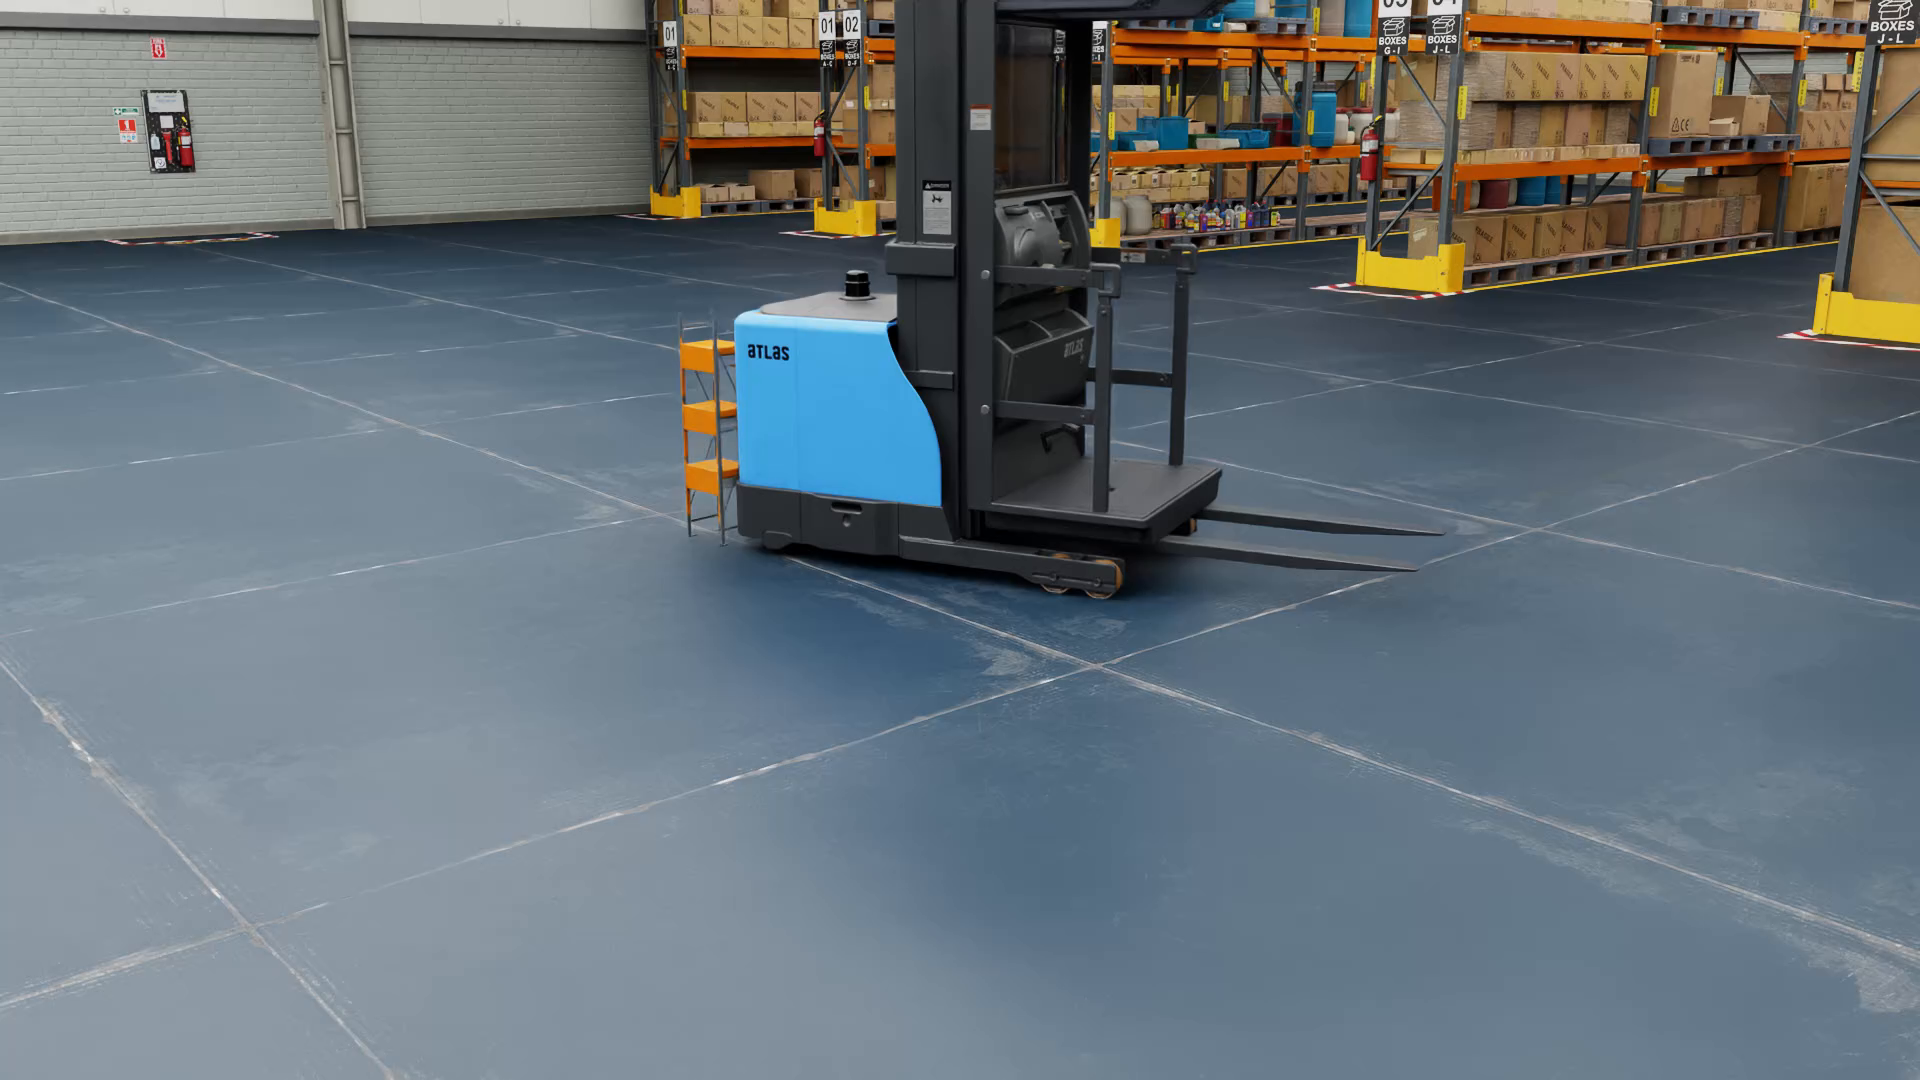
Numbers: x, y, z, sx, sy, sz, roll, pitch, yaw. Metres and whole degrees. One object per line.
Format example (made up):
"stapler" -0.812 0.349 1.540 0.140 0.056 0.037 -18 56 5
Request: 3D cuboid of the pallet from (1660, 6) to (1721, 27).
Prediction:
"pallet" 8.334 -6.284 20.015 1.003 0.211 1.213 -13 19 -39

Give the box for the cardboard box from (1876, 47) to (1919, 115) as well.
"cardboard box" 8.266 -3.831 13.897 0.550 0.550 0.875 -13 19 -39

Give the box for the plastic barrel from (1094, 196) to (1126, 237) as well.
"plastic barrel" 1.976 -4.256 21.877 0.421 0.512 0.421 0 15 0

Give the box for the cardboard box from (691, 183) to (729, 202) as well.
"cardboard box" -4.393 -6.070 29.021 0.500 0.311 0.500 13 20 41

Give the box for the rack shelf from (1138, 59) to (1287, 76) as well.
"rack shelf" 5.588 -10.530 36.942 4.000 0.370 1.077 -13 19 -39

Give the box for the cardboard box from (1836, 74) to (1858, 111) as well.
"cardboard box" 12.373 -6.398 23.752 0.637 0.503 0.797 -12 19 -38

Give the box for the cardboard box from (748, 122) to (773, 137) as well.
"cardboard box" -3.627 -7.191 29.111 0.500 0.250 0.500 -13 20 -40

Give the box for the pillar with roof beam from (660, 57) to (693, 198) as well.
"pillar with roof beam" -2.188 -9.404 25.520 0.400 9.000 9.100 -13 19 -39

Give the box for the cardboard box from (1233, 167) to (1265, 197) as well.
"cardboard box" 5.238 -6.565 30.506 0.500 0.500 0.500 -14 20 -41

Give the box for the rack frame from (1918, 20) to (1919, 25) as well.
"rack frame" 13.833 -9.095 24.364 0.127 3.000 1.000 -13 19 -39

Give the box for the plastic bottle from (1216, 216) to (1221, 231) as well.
"plastic bottle" 3.511 -4.327 22.708 0.097 0.201 0.097 0 15 0

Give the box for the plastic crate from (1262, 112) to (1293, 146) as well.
"plastic crate" 4.711 -5.979 24.196 0.583 0.464 0.402 -13 19 -39

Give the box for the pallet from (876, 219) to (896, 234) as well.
"pallet" -1.170 -4.884 25.625 1.213 0.211 1.003 -13 19 -39

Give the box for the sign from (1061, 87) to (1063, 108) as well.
"sign" 1.664 -7.120 26.761 0.005 0.325 0.100 -13 19 -39

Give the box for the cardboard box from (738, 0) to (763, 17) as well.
"cardboard box" -3.733 -9.229 28.508 0.500 0.500 0.500 -12 19 -38

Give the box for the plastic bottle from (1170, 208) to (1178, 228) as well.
"plastic bottle" 2.940 -4.482 23.144 0.135 0.276 0.152 -13 20 -41

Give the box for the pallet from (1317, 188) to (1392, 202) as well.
"pallet" 7.852 -6.895 33.155 1.213 0.211 1.003 -13 19 -39

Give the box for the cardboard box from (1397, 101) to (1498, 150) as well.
"cardboard box" 5.214 -4.444 17.805 0.500 0.500 0.875 -13 19 -39

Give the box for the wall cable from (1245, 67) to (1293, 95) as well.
"wall cable" 7.441 -10.660 39.875 1.851 1.984 0.084 -13 19 -39

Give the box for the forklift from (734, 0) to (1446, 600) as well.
"forklift" 0.544 -1.326 7.036 3.031 2.935 1.130 7 16 24

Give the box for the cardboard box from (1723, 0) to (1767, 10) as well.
"cardboard box" 9.857 -6.959 21.016 0.500 0.500 0.500 -12 19 -38

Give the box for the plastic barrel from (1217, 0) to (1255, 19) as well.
"plastic barrel" 3.726 -7.553 22.615 0.708 0.901 0.600 -13 19 -39

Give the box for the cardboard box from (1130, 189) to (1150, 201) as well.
"cardboard box" 2.925 -5.926 28.638 0.500 0.250 0.500 -12 19 -38

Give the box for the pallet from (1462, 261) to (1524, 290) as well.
"pallet" 5.474 -2.961 18.425 1.213 0.211 1.003 -13 19 -39

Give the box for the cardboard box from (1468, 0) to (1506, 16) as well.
"cardboard box" 5.314 -5.572 17.277 0.500 0.250 0.500 -12 19 -38

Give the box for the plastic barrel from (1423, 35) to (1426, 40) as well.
"plastic barrel" 7.129 -7.994 25.836 0.421 0.512 0.421 0 15 0

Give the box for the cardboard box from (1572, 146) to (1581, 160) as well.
"cardboard box" 6.854 -4.425 18.989 0.250 0.149 0.380 -13 19 -39

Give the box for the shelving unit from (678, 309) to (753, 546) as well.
"shelving unit" -1.118 -0.519 7.660 0.252 1.050 0.215 13 20 41

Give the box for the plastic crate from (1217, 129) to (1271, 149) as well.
"plastic crate" 3.890 -5.494 22.793 0.616 0.251 0.499 -13 19 -39

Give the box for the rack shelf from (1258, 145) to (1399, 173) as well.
"rack shelf" 6.056 -5.797 25.035 4.000 0.370 1.077 -13 19 -39

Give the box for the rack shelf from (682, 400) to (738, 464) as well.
"rack shelf" -1.118 -0.509 7.662 0.240 0.259 0.215 13 20 41

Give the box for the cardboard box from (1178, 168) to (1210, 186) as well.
"cardboard box" 4.082 -6.457 29.540 0.500 0.311 0.500 -12 19 -38

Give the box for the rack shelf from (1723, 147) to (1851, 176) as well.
"rack shelf" 12.325 -5.511 23.962 4.000 0.370 1.077 -13 19 -39

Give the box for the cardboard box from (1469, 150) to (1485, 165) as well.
"cardboard box" 5.354 -4.083 17.711 0.250 0.149 0.380 -13 19 -39

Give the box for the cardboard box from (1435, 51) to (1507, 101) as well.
"cardboard box" 5.375 -4.879 17.497 0.500 0.500 0.500 -13 19 -39

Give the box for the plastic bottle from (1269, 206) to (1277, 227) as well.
"plastic bottle" 4.401 -4.561 23.422 0.133 0.283 0.061 -11 19 -37

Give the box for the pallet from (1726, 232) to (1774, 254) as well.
"pallet" 10.225 -4.040 22.466 1.213 0.211 1.003 -13 19 -39

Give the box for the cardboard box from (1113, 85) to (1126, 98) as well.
"cardboard box" 3.117 -9.354 34.694 0.500 0.250 0.500 -12 19 -38

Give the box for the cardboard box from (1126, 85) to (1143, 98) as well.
"cardboard box" 3.502 -9.440 35.018 0.500 0.250 0.500 -12 19 -38

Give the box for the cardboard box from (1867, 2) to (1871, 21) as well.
"cardboard box" 12.947 -7.638 24.078 0.500 0.311 0.500 -14 20 -41

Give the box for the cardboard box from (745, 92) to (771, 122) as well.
"cardboard box" -3.643 -7.547 28.991 0.500 0.500 0.500 -13 20 -41

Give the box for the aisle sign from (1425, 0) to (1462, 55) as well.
"aisle sign" 4.931 -5.351 16.934 0.004 0.787 0.394 -13 19 -39

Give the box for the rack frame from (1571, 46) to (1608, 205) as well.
"rack frame" 10.582 -7.161 28.748 0.127 3.000 1.000 -13 19 -39

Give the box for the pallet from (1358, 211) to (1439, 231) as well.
"pallet" 6.955 -5.013 26.108 1.213 0.211 1.003 -13 19 -39

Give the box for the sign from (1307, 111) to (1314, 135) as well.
"sign" 4.900 -5.831 23.230 0.005 0.325 0.100 -13 19 -39

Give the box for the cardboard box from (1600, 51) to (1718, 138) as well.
"cardboard box" 8.490 -5.442 20.334 1.000 1.000 1.000 -12 19 -39

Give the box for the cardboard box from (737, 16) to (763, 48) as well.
"cardboard box" -3.740 -8.745 28.632 0.500 0.500 0.500 -12 19 -37

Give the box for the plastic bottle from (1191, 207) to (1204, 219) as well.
"plastic bottle" 3.319 -4.518 23.278 0.135 0.276 0.152 -13 19 -39

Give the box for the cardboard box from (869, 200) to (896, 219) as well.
"cardboard box" -1.169 -5.015 25.228 0.500 0.250 0.500 -13 19 -39

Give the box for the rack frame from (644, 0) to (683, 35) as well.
"rack frame" -4.974 -9.956 27.584 0.127 3.000 1.000 -13 19 -39

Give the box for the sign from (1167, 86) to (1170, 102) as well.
"sign" 4.442 -9.507 35.440 0.005 0.325 0.100 -13 19 -39

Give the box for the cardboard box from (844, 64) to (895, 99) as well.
"cardboard box" -1.319 -6.854 24.890 0.500 0.500 0.700 -13 19 -39

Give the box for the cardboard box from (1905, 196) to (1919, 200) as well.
"cardboard box" 14.384 -5.470 25.718 0.875 0.875 0.875 -13 19 -39

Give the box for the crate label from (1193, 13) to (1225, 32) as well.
"crate label" 3.158 -6.759 21.716 0.408 0.251 0.502 -13 19 -39

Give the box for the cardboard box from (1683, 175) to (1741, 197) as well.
"cardboard box" 9.937 -4.675 21.979 0.500 0.250 0.500 -10 18 -33

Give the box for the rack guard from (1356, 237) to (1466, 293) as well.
"rack guard" 4.838 -2.969 17.898 0.348 0.500 1.175 -13 19 -39
